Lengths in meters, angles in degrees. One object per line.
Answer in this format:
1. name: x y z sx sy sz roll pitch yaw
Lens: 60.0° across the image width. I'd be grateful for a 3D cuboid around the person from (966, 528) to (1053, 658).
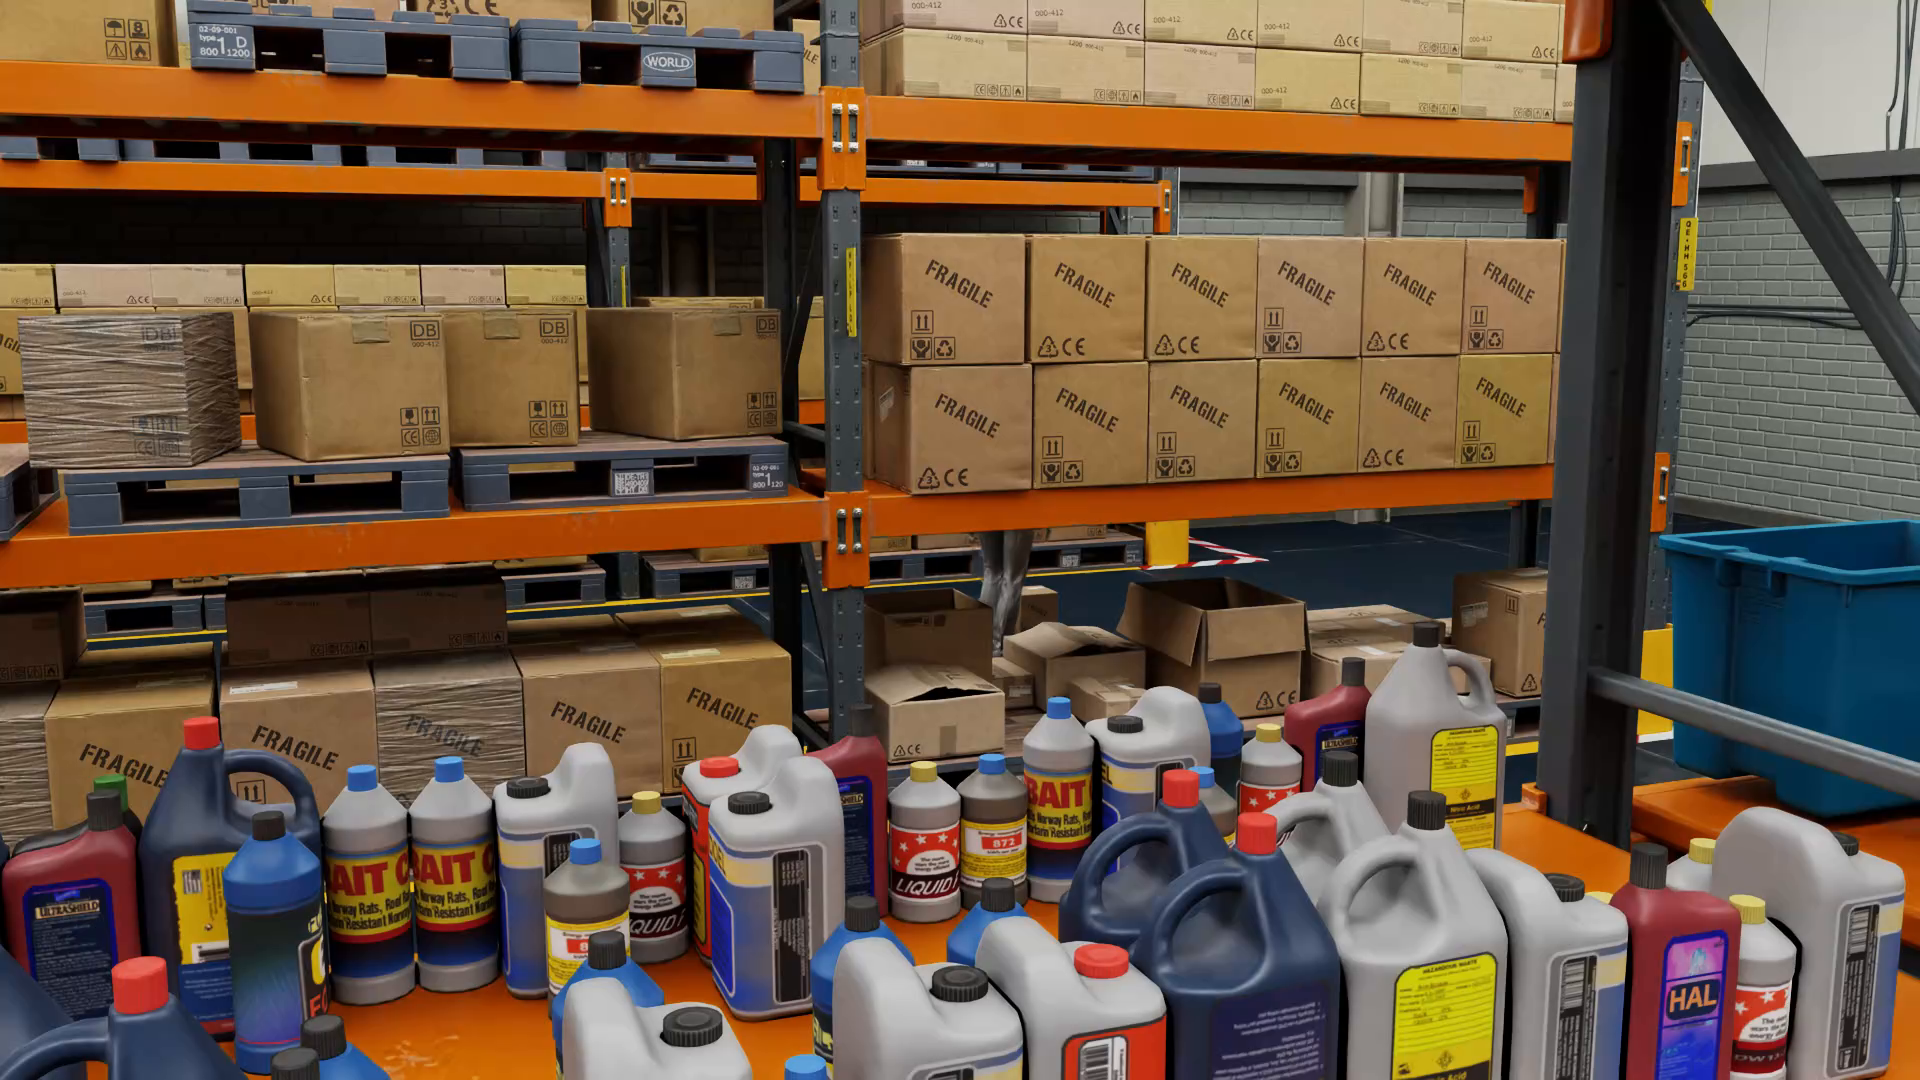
1. person: 0.270 -0.119 9.159 0.489 1.716 0.362 4 10 23
